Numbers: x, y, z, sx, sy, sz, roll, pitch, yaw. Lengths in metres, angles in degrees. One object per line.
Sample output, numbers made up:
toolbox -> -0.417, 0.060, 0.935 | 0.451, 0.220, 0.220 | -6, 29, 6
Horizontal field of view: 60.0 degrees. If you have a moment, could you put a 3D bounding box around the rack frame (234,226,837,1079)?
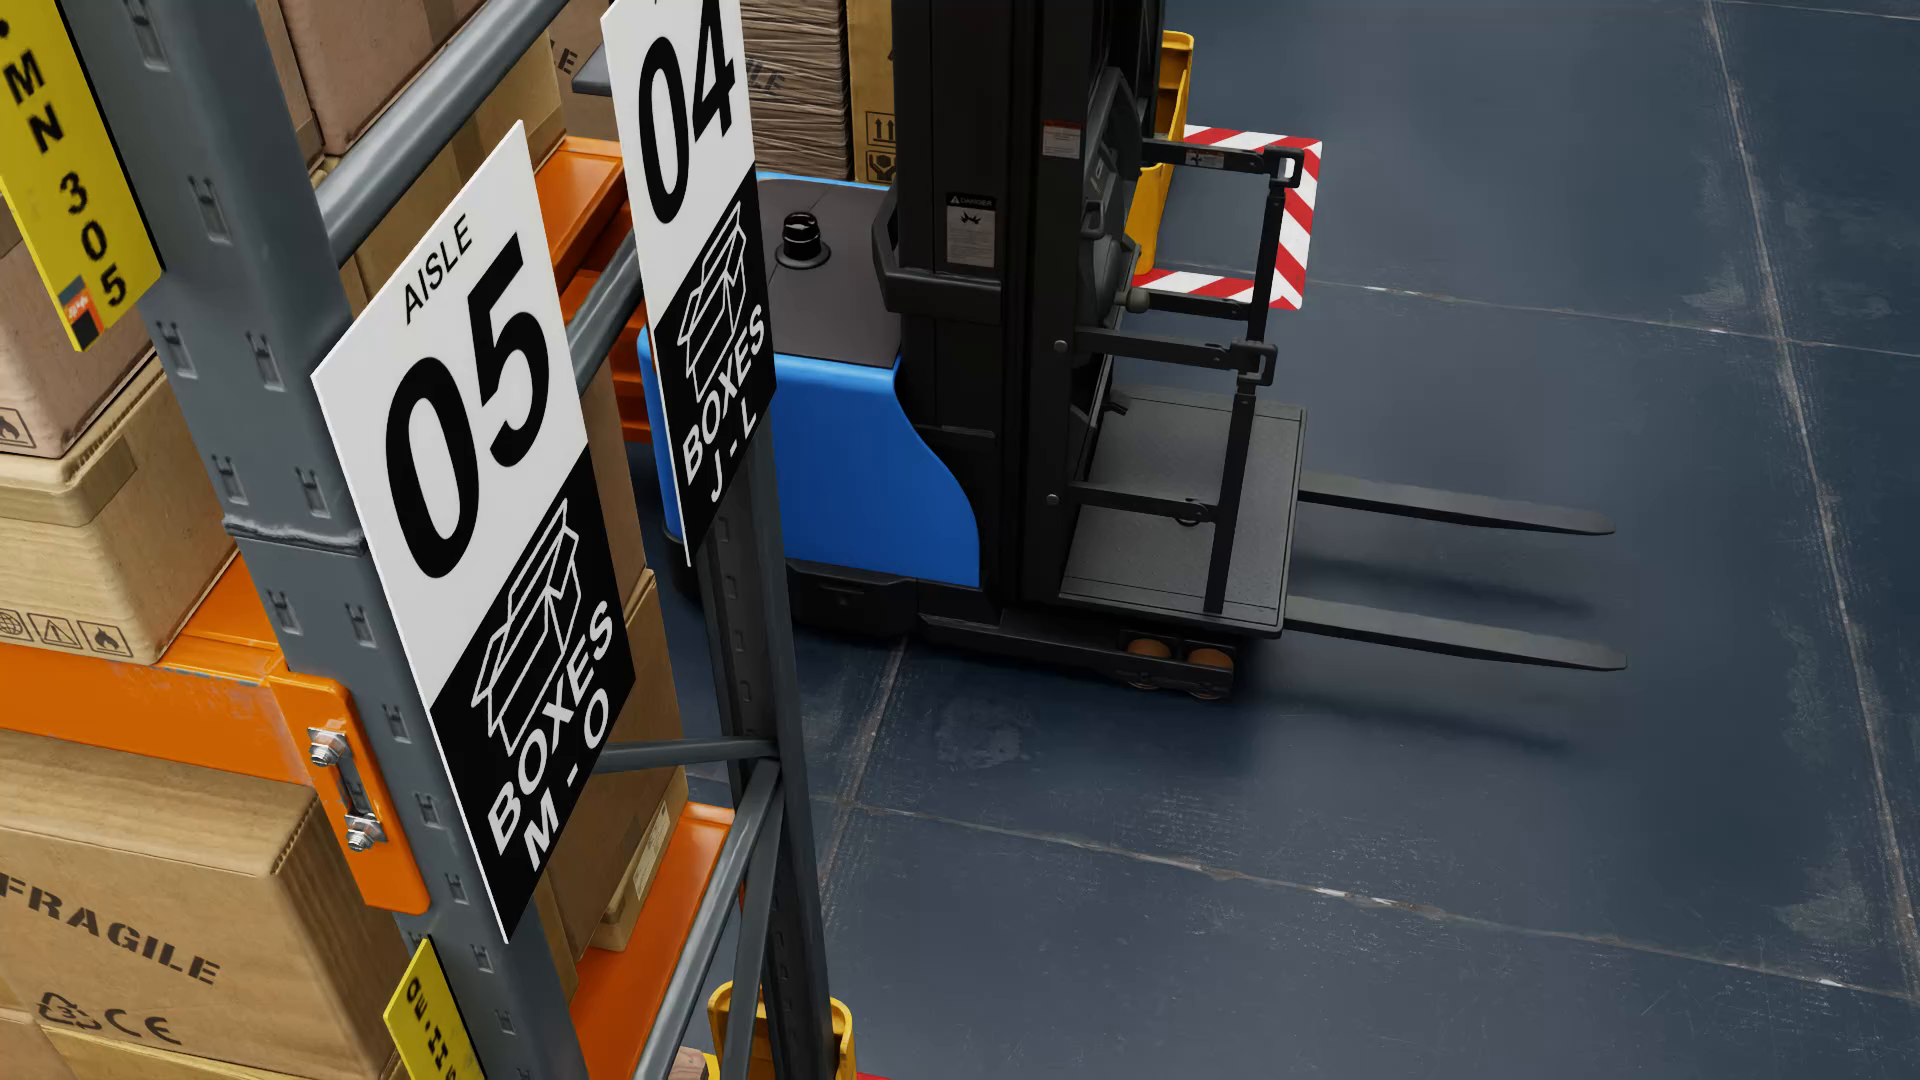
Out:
rack frame -> -0.459, 0.748, 2.810 | 0.127, 3.000, 1.000 | 9, 45, 9

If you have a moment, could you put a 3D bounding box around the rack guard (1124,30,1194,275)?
rack guard -> 0.746, -1.690, 7.145 | 0.348, 0.500, 1.175 | 9, 45, 9

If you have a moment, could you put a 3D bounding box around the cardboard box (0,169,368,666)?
cardboard box -> -0.961, -0.169, 1.708 | 0.500, 0.250, 0.500 | 8, 44, 8

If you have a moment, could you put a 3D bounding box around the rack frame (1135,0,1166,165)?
rack frame -> 0.723, -2.594, 6.282 | 0.127, 3.000, 1.000 | 9, 45, 9

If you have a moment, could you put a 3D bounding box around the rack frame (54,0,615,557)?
rack frame -> -0.459, -1.414, 0.730 | 0.127, 3.000, 1.000 | 9, 45, 9

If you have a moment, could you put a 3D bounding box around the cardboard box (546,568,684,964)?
cardboard box -> -0.837, 0.349, 2.937 | 0.500, 0.500, 0.500 | 11, 45, 11

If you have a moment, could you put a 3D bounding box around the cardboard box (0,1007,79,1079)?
cardboard box -> -1.455, 0.629, 2.647 | 0.500, 0.500, 0.500 | 8, 45, 8

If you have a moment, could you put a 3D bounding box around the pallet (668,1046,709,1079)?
pallet -> -1.318, 1.594, 3.942 | 1.213, 0.211, 1.003 | 9, 45, 9

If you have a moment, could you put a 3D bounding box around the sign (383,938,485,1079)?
sign -> -0.600, 0.589, 1.912 | 0.005, 0.325, 0.100 | 9, 45, 9

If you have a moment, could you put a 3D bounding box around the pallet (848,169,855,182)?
pallet -> -0.075, -1.657, 7.320 | 1.213, 0.211, 1.003 | 9, 45, 9

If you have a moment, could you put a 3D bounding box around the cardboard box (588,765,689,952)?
cardboard box -> -0.704, 0.567, 3.179 | 0.250, 0.149, 0.380 | 8, 45, 9

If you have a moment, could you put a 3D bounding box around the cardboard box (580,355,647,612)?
cardboard box -> -0.839, -0.004, 2.583 | 0.500, 0.500, 0.500 | 9, 45, 9

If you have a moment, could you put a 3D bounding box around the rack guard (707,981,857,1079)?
rack guard -> -0.533, 1.637, 3.689 | 0.348, 0.500, 1.175 | 9, 45, 9

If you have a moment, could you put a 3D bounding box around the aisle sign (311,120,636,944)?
aisle sign -> -0.453, 0.025, 1.686 | 0.004, 0.787, 0.394 | 9, 45, 9

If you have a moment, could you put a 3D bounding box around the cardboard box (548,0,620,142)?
cardboard box -> -1.676, -2.295, 7.201 | 0.875, 0.875, 0.875 | 9, 45, 9

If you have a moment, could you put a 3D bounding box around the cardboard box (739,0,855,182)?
cardboard box -> -0.807, -2.160, 7.061 | 0.875, 0.875, 0.875 | 9, 45, 9

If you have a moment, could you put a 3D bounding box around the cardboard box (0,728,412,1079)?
cardboard box -> -0.960, 0.343, 2.223 | 0.500, 0.500, 0.500 | 8, 44, 8

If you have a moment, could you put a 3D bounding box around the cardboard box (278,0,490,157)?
cardboard box -> -0.840, -0.703, 1.902 | 0.500, 0.250, 0.500 | 9, 45, 10

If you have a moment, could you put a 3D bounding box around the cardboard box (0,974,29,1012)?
cardboard box -> -1.454, 0.266, 2.303 | 0.500, 0.500, 0.500 | 7, 44, 8

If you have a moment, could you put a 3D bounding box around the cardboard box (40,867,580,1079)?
cardboard box -> -0.954, 0.710, 2.562 | 0.500, 0.500, 0.500 | 10, 45, 10

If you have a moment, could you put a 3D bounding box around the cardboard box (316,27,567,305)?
cardboard box -> -0.841, -0.520, 2.072 | 0.500, 0.250, 0.500 | 10, 45, 11

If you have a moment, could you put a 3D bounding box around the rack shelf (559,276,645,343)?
rack shelf -> -1.151, -0.727, 5.405 | 0.480, 0.148, 0.258 | 8, 44, 10

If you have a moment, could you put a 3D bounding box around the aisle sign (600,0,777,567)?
aisle sign -> -0.322, -0.381, 2.108 | 0.004, 0.787, 0.394 | 9, 45, 9

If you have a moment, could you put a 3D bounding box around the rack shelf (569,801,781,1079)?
rack shelf -> -2.411, 0.704, 3.374 | 4.000, 0.370, 1.077 | 9, 45, 9

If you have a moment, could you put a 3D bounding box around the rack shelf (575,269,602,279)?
rack shelf -> -1.157, -0.898, 5.242 | 0.480, 0.148, 0.258 | 8, 44, 10

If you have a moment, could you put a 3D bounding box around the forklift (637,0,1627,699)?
forklift -> 0.611, -0.962, 4.636 | 3.031, 2.935, 1.130 | 9, 45, 9

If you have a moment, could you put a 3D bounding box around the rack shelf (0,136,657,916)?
rack shelf -> -2.411, -0.377, 2.334 | 4.000, 0.370, 1.077 | 9, 45, 9

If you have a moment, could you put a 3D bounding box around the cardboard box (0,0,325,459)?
cardboard box -> -0.964, -0.357, 1.542 | 0.500, 0.250, 0.500 | 8, 44, 8

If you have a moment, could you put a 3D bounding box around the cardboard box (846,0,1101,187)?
cardboard box -> 0.081, -2.022, 6.917 | 0.875, 0.875, 0.875 | 9, 45, 9

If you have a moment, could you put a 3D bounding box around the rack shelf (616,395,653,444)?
rack shelf -> -1.141, -0.421, 5.696 | 0.480, 0.148, 0.258 | 8, 44, 10

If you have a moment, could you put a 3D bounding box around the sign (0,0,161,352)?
sign -> -0.600, -0.280, 1.076 | 0.005, 0.325, 0.100 | 9, 45, 9

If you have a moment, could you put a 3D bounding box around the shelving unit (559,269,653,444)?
shelving unit -> -1.147, -0.613, 5.513 | 0.503, 1.200, 0.258 | 8, 44, 10

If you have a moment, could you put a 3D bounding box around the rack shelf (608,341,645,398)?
rack shelf -> -1.146, -0.565, 5.559 | 0.480, 0.148, 0.258 | 8, 44, 10
